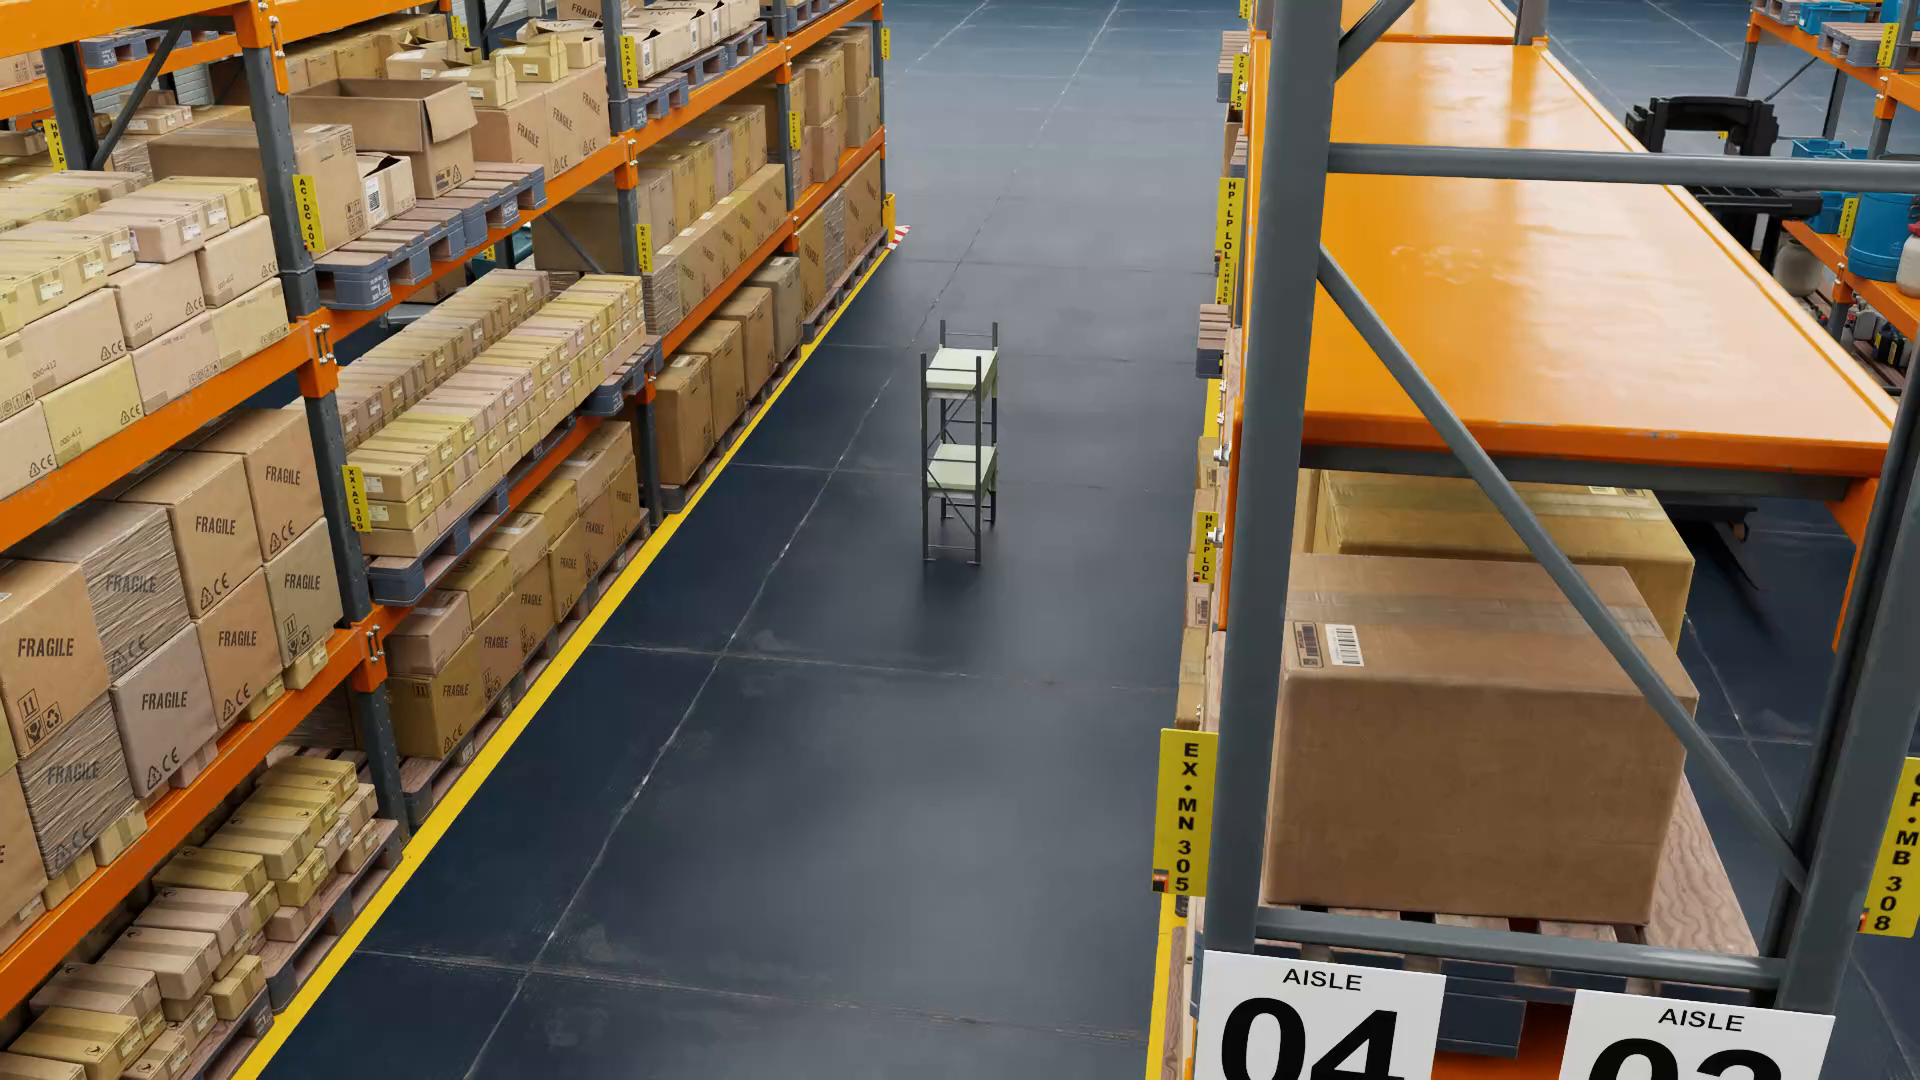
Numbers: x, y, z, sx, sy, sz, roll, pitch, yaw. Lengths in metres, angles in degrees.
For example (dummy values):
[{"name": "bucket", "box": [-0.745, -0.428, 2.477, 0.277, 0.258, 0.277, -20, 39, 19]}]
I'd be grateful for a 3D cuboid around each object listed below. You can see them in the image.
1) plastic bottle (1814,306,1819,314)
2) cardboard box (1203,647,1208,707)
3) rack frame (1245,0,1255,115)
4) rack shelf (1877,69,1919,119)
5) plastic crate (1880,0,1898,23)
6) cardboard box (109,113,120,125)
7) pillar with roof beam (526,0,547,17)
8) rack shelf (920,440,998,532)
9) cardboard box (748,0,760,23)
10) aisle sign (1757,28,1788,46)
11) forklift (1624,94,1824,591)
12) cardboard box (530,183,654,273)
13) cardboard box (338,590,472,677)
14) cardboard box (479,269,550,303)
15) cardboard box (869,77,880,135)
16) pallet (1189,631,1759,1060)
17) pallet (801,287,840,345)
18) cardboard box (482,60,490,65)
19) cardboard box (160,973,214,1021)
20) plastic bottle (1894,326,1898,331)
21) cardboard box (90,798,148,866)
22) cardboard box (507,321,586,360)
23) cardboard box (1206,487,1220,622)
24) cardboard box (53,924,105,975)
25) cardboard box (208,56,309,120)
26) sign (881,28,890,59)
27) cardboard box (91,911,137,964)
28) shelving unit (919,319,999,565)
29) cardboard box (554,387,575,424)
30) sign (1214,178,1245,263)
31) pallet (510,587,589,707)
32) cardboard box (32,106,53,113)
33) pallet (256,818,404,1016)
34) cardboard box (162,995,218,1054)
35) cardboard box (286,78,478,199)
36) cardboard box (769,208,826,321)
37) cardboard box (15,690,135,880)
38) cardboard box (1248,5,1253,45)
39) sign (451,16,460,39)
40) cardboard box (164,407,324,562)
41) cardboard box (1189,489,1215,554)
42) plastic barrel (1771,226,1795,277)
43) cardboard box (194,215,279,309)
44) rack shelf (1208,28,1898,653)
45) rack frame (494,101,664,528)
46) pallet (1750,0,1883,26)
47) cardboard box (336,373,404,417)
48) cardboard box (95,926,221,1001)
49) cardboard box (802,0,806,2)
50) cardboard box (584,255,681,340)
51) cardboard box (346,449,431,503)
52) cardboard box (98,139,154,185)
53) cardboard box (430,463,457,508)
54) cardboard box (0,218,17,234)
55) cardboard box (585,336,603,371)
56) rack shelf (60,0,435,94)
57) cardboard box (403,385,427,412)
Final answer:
[{"name": "plastic bottle", "box": [7.800, -1.983, 15.177, 0.061, 0.283, 0.133, 4, 25, 9]}, {"name": "cardboard box", "box": [1.230, 0.666, 6.659, 0.500, 0.250, 0.500, 4, 25, 8]}, {"name": "rack frame", "box": [2.219, -3.836, 9.374, 1.000, 3.000, 0.127, 4, 25, 9]}, {"name": "rack shelf", "box": [7.432, -2.645, 11.216, 1.077, 0.370, 4.000, 4, 25, 9]}, {"name": "plastic crate", "box": [8.398, -4.654, 14.680, 0.392, 0.384, 0.575, 4, 25, 9]}, {"name": "cardboard box", "box": [-7.345, -3.463, 14.689, 0.500, 0.500, 0.500, 4, 25, 9]}, {"name": "pillar with roof beam", "box": [-4.962, -15.212, 33.678, 9.100, 9.000, 0.400, 4, 25, 9]}, {"name": "rack shelf", "box": [0.001, -0.387, 11.620, 0.431, 0.370, 0.720, 4, 25, 9]}, {"name": "cardboard box", "box": [-1.961, -4.397, 13.675, 0.500, 0.250, 0.500, 4, 25, 9]}, {"name": "aisle sign", "box": [8.136, -5.349, 16.617, 0.394, 0.787, 0.004, 4, 25, 9]}, {"name": "forklift", "box": [5.014, -1.458, 11.452, 1.130, 2.935, 3.031, 3, 25, 7]}, {"name": "cardboard box", "box": [-2.574, -2.190, 11.637, 0.700, 0.500, 0.500, 4, 25, 8]}, {"name": "cardboard box", "box": [-2.930, 0.480, 8.799, 0.500, 0.250, 0.500, 3, 25, 6]}, {"name": "cardboard box", "box": [-2.925, -1.669, 10.920, 0.380, 0.149, 0.250, 4, 25, 9]}, {"name": "cardboard box", "box": [-1.366, -4.760, 18.248, 0.875, 0.550, 0.550, 4, 25, 9]}, {"name": "pallet", "box": [1.023, 0.598, 3.545, 1.003, 0.211, 1.213, 4, 25, 9]}, {"name": "pallet", "box": [-1.802, -2.227, 16.303, 1.003, 0.211, 1.213, 4, 25, 9]}, {"name": "cardboard box", "box": [-3.013, -2.688, 10.342, 0.500, 0.500, 0.500, 4, 25, 9]}, {"name": "cardboard box", "box": [-3.331, 1.832, 6.858, 0.380, 0.149, 0.250, 3, 25, 6]}, {"name": "plastic bottle", "box": [8.331, -1.836, 14.783, 0.144, 0.351, 0.185, 3, 25, 6]}, {"name": "cardboard box", "box": [-3.312, 1.077, 6.252, 0.380, 0.149, 0.250, 5, 25, 10]}, {"name": "cardboard box", "box": [-2.457, -1.187, 9.891, 0.380, 0.149, 0.250, 4, 25, 9]}, {"name": "cardboard box", "box": [1.460, 0.088, 7.950, 0.500, 0.500, 0.500, 5, 26, 10]}, {"name": "cardboard box", "box": [-3.774, 1.681, 6.830, 0.380, 0.149, 0.250, 3, 25, 6]}, {"name": "cardboard box", "box": [-6.618, -4.280, 15.752, 0.700, 0.500, 0.500, 4, 25, 8]}, {"name": "sign", "box": [-0.817, -5.439, 18.230, 0.100, 0.325, 0.005, 4, 25, 9]}, {"name": "cardboard box", "box": [-3.758, 1.707, 7.126, 0.380, 0.149, 0.250, 5, 26, 11]}, {"name": "shelving unit", "box": [0.001, -0.682, 11.482, 0.431, 1.500, 0.755, 4, 25, 9]}, {"name": "cardboard box", "box": [-2.499, -0.807, 9.780, 0.380, 0.149, 0.250, 5, 26, 10]}, {"name": "sign", "box": [1.029, -1.214, 6.331, 0.100, 0.325, 0.005, 4, 25, 9]}, {"name": "pallet", "box": [-2.988, 0.594, 10.276, 1.003, 0.211, 1.213, 4, 25, 9]}, {"name": "cardboard box", "box": [-10.969, -5.315, 19.492, 0.500, 0.500, 0.500, 3, 25, 7]}, {"name": "pallet", "box": [-3.386, 1.715, 7.882, 1.003, 0.211, 1.213, 4, 25, 9]}, {"name": "cardboard box", "box": [-3.317, 1.994, 6.863, 0.380, 0.149, 0.250, 4, 25, 10]}, {"name": "cardboard box", "box": [-2.929, -2.064, 8.510, 0.797, 0.503, 0.637, 4, 25, 8]}, {"name": "cardboard box", "box": [-1.832, -2.664, 15.957, 0.875, 0.875, 0.875, 4, 25, 9]}, {"name": "cardboard box", "box": [-3.387, 0.850, 5.972, 0.500, 0.500, 0.500, 3, 25, 7]}, {"name": "cardboard box", "box": [2.124, -3.181, 10.806, 0.500, 0.500, 0.500, 4, 25, 8]}, {"name": "sign", "box": [-5.706, -5.772, 18.848, 0.100, 0.325, 0.005, 4, 25, 9]}, {"name": "cardboard box", "box": [-3.121, -0.249, 7.140, 0.500, 0.500, 0.500, 3, 25, 7]}, {"name": "cardboard box", "box": [1.933, 0.313, 9.598, 1.225, 0.875, 0.875, 4, 25, 9]}, {"name": "plastic barrel", "box": [8.381, -2.904, 16.900, 0.421, 0.512, 0.421, 0, 25, 0]}, {"name": "cardboard box", "box": [-3.136, -1.138, 6.736, 0.500, 0.250, 0.500, 3, 25, 6]}, {"name": "rack shelf", "box": [1.239, -0.819, 4.250, 1.077, 0.370, 4.000, 4, 25, 9]}, {"name": "rack frame", "box": [-2.658, -1.505, 11.470, 1.000, 3.000, 0.127, 4, 25, 9]}, {"name": "pallet", "box": [8.181, -5.055, 15.740, 1.003, 0.211, 1.213, 4, 25, 9]}, {"name": "cardboard box", "box": [-3.265, -0.792, 9.046, 0.380, 0.149, 0.250, 3, 25, 7]}, {"name": "cardboard box", "box": [-3.253, 1.717, 6.753, 0.380, 0.149, 0.250, 3, 25, 7]}, {"name": "cardboard box", "box": [-1.569, -4.895, 14.858, 0.380, 0.149, 0.250, 4, 25, 9]}, {"name": "cardboard box", "box": [-2.318, -1.719, 11.810, 0.500, 0.500, 0.500, 4, 25, 9]}, {"name": "cardboard box", "box": [-2.793, -0.310, 8.018, 0.380, 0.149, 0.250, 5, 26, 11]}, {"name": "cardboard box", "box": [-7.008, -2.997, 13.695, 0.500, 0.500, 0.500, 3, 25, 7]}, {"name": "cardboard box", "box": [-2.753, -0.284, 8.313, 0.380, 0.149, 0.250, 4, 25, 7]}, {"name": "cardboard box", "box": [-3.748, -1.098, 6.181, 0.380, 0.149, 0.250, 3, 25, 7]}, {"name": "cardboard box", "box": [-2.413, -1.151, 10.165, 0.380, 0.149, 0.250, 4, 25, 9]}, {"name": "rack shelf", "box": [-2.984, -2.878, 8.649, 1.077, 0.370, 4.000, 4, 25, 9]}, {"name": "cardboard box", "box": [-3.229, -0.774, 9.361, 0.380, 0.149, 0.250, 4, 25, 9]}]
